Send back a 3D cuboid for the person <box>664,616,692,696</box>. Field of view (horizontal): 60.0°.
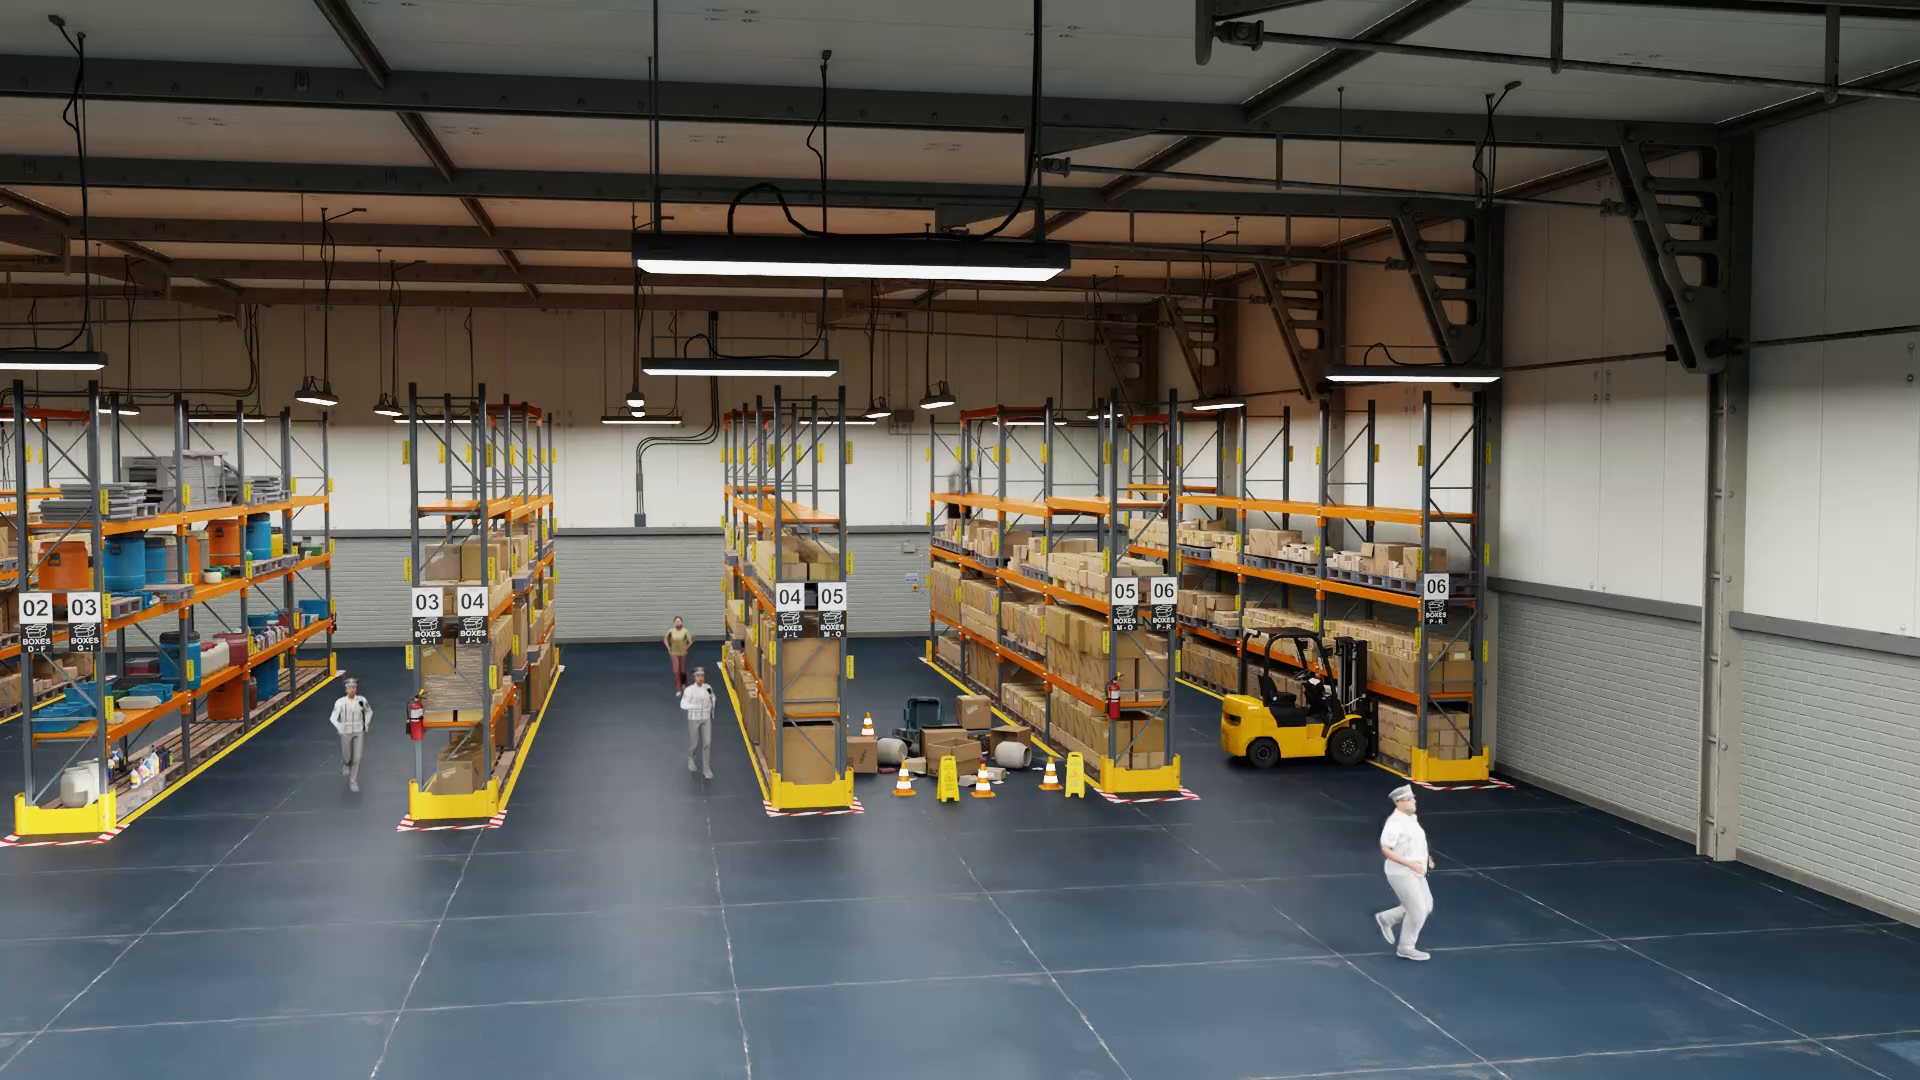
[{"bbox_3d":[-5.913,2.426,34.845,0.572,1.632,0.693,0,3,-8],"label":"person"}]

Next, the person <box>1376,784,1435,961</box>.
[{"bbox_3d":[4.435,3.261,16.577,0.586,1.673,0.661,2,4,35],"label":"person"}]

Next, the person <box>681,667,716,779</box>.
[{"bbox_3d":[-4.049,2.811,25.899,0.616,1.689,0.878,-1,3,-25],"label":"person"}]

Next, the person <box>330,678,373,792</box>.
[{"bbox_3d":[-9.156,2.911,25.064,0.617,1.682,0.747,-1,3,-26],"label":"person"}]
